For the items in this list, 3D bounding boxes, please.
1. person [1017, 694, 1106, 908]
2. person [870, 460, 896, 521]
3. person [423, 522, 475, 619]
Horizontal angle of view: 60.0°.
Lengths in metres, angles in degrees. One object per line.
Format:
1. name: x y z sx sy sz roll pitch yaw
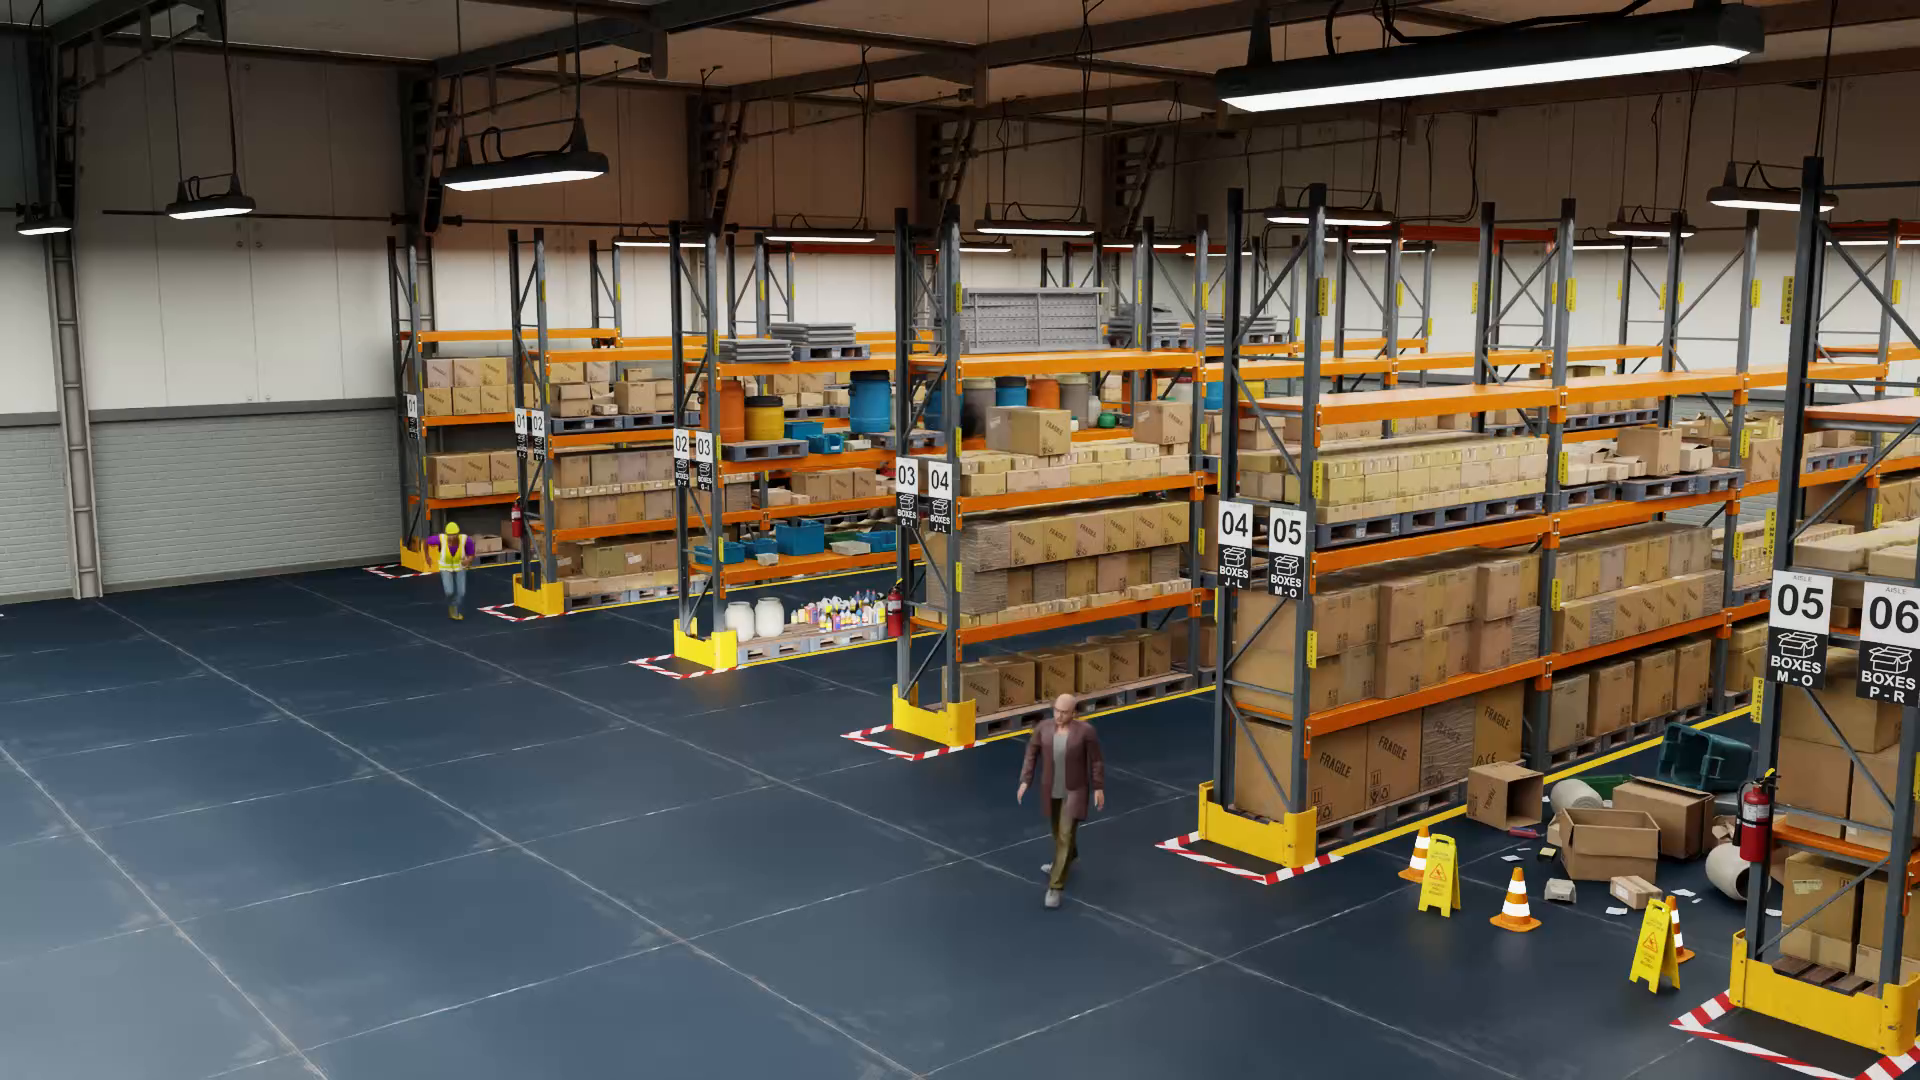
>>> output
1. person: 0.860 2.122 14.056 0.720 1.721 1.062 4 9 22
2. person: -1.541 -0.793 33.388 0.689 1.729 0.675 -7 11 -39
3. person: -7.798 0.483 25.432 0.747 1.580 0.864 -3 9 -18
